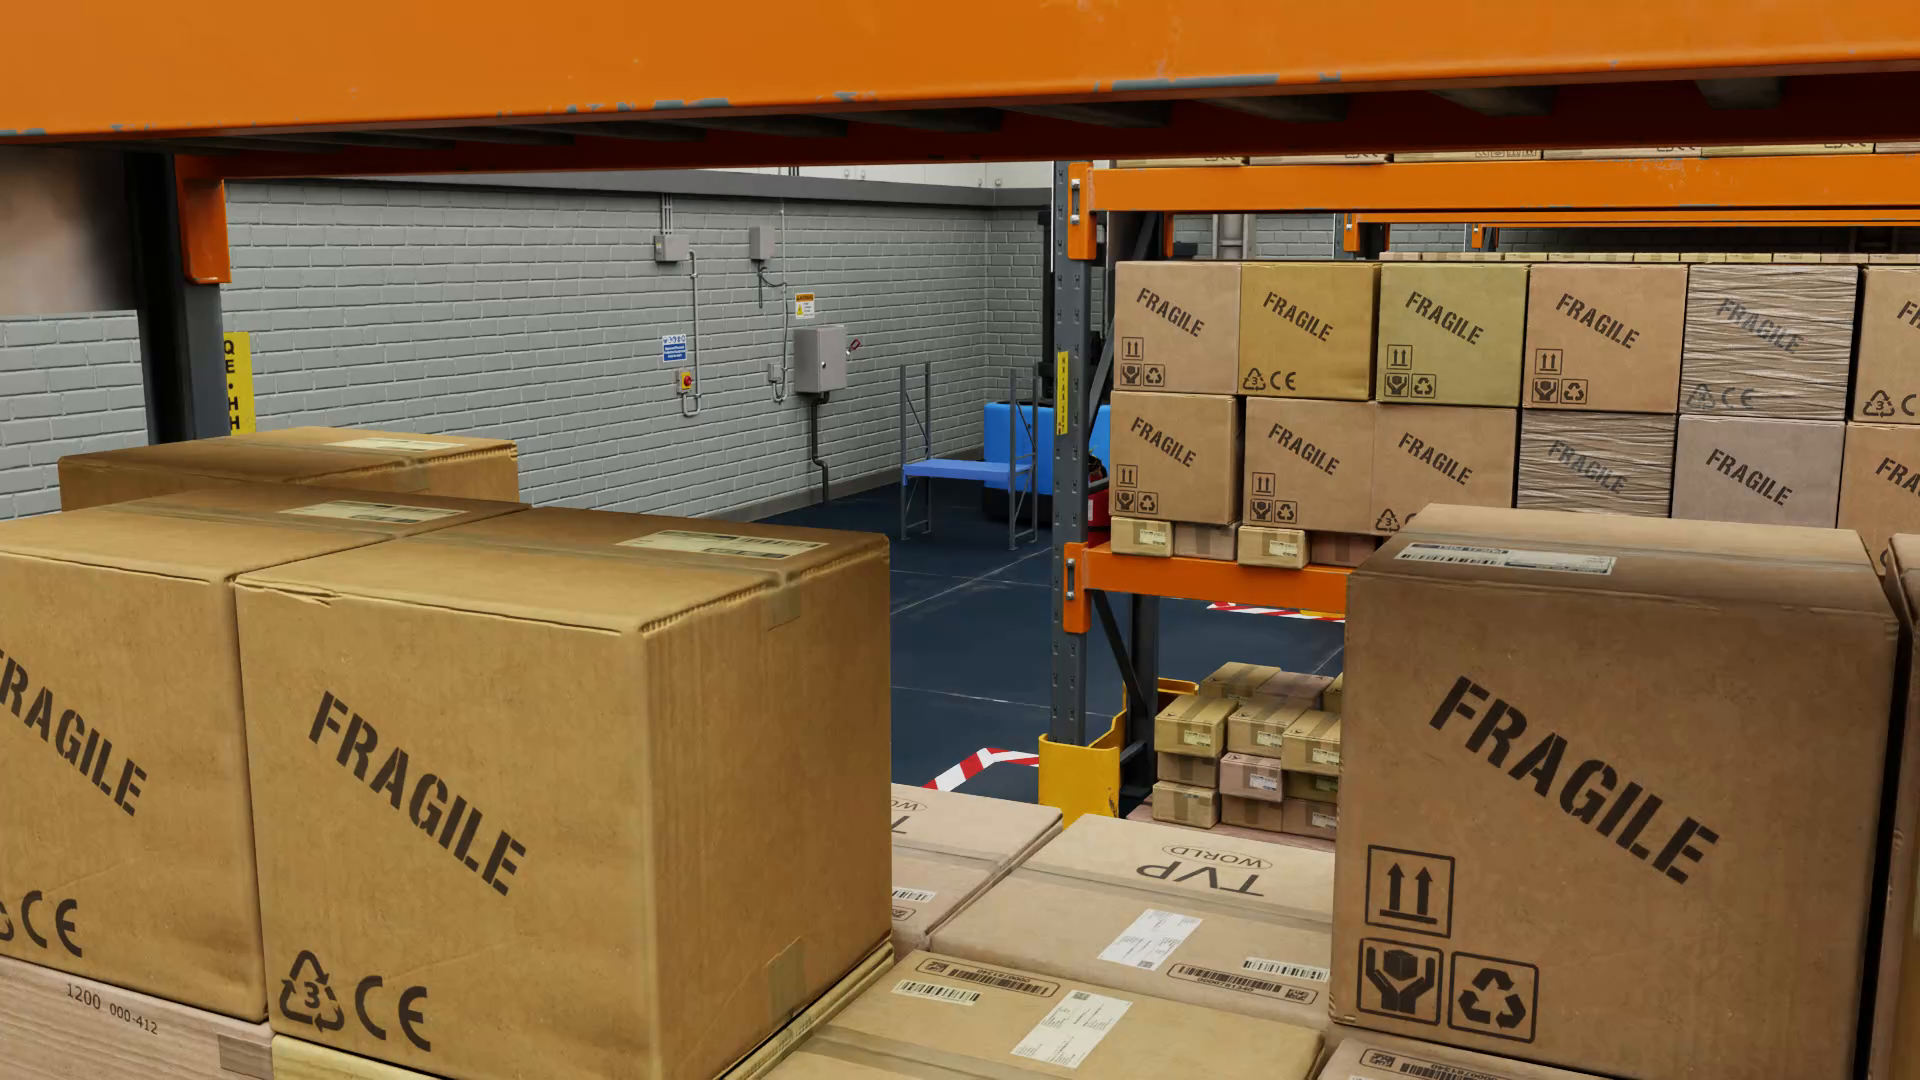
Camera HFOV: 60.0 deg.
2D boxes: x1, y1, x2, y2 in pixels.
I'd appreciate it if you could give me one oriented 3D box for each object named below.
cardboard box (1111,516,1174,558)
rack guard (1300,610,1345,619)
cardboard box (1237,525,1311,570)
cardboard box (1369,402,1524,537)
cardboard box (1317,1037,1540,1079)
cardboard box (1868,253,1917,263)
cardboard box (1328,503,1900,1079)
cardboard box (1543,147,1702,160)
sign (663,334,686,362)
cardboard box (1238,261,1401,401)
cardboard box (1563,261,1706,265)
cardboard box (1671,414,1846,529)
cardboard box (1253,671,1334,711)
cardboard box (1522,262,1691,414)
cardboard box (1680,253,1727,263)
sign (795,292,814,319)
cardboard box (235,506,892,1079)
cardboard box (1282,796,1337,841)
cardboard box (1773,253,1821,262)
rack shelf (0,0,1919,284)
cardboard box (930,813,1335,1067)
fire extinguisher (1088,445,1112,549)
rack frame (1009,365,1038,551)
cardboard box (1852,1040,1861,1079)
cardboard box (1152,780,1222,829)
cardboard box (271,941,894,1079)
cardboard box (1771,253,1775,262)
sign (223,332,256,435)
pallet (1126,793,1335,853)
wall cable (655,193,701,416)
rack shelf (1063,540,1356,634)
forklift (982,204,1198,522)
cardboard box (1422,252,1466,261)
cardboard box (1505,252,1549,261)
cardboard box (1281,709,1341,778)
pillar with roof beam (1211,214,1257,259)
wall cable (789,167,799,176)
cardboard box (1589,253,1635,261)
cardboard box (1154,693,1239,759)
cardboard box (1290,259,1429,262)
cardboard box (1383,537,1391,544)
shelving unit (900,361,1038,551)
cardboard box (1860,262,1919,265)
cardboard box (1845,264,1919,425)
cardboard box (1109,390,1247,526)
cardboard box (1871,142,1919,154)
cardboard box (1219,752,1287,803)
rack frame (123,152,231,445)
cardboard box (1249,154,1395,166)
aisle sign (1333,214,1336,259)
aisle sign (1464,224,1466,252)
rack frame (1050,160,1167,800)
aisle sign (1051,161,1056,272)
[{"bbox_3d":[0.794,-0.042,6.743,0.250,0.149,0.380,5,11,25],"label":"cardboard box"},{"bbox_3d":[2.726,0.187,11.796,0.348,0.500,1.175,5,11,26],"label":"rack guard"},{"bbox_3d":[1.258,0.002,6.504,0.250,0.149,0.380,5,11,24],"label":"cardboard box"},{"bbox_3d":[1.854,-0.280,6.241,0.500,0.500,0.500,5,11,27],"label":"cardboard box"},{"bbox_3d":[0.515,0.710,1.469,0.500,0.250,0.500,5,12,27],"label":"cardboard box"},{"bbox_3d":[5.510,-1.620,9.846,0.250,0.149,0.380,5,11,26],"label":"cardboard box"},{"bbox_3d":[0.727,0.256,1.874,0.500,0.500,0.500,5,11,24],"label":"cardboard box"},{"bbox_3d":[2.334,-1.446,5.796,0.500,0.250,0.500,5,11,26],"label":"cardboard box"},{"bbox_3d":[-2.395,-1.612,13.957,0.001,0.218,0.327,5,11,26],"label":"sign"},{"bbox_3d":[1.389,-0.814,6.382,0.500,0.500,0.500,5,12,27],"label":"cardboard box"},{"bbox_3d":[2.569,-0.814,6.380,0.500,0.500,0.500,5,11,24],"label":"cardboard box"},{"bbox_3d":[2.766,-0.197,5.780,0.500,0.500,0.500,5,11,26],"label":"cardboard box"},{"bbox_3d":[1.435,0.691,7.147,0.250,0.149,0.380,5,12,27],"label":"cardboard box"},{"bbox_3d":[2.304,-0.730,5.917,0.500,0.500,0.500,5,11,24],"label":"cardboard box"},{"bbox_3d":[4.573,-1.688,10.225,0.250,0.149,0.380,5,11,26],"label":"cardboard box"},{"bbox_3d":[-1.469,-2.220,15.755,0.001,0.242,0.339,5,11,26],"label":"sign"},{"bbox_3d":[-0.410,0.260,1.853,0.500,0.500,0.500,5,11,24],"label":"cardboard box"},{"bbox_3d":[1.473,1.072,6.713,0.250,0.149,0.380,5,11,26],"label":"cardboard box"},{"bbox_3d":[5.035,-1.651,10.018,0.250,0.149,0.380,5,11,25],"label":"cardboard box"},{"bbox_3d":[0.157,-0.423,1.744,4.000,0.370,1.077,5,11,26],"label":"rack shelf"},{"bbox_3d":[0.295,0.585,2.162,0.500,0.250,0.500,5,11,26],"label":"cardboard box"},{"bbox_3d":[0.627,-0.115,7.708,0.183,0.674,0.296,5,11,26],"label":"fire extinguisher"},{"bbox_3d":[0.532,-0.691,13.838,0.032,1.500,0.500,5,11,26],"label":"rack frame"},{"bbox_3d":[1.201,0.665,1.720,0.500,0.250,0.500,5,11,26],"label":"cardboard box"},{"bbox_3d":[0.977,1.046,6.856,0.250,0.149,0.380,5,12,27],"label":"cardboard box"},{"bbox_3d":[-0.408,0.630,1.915,0.500,0.250,0.500,5,11,24],"label":"cardboard box"},{"bbox_3d":[5.261,-1.739,10.507,0.250,0.149,0.380,5,11,24],"label":"cardboard box"},{"bbox_3d":[-1.384,-0.231,3.166,0.005,0.325,0.100,5,11,26],"label":"sign"},{"bbox_3d":[1.429,1.205,6.981,1.213,0.211,1.003,5,11,26],"label":"pallet"},{"bbox_3d":[-2.319,-1.998,13.904,0.123,1.953,0.585,5,11,26],"label":"wall cable"},{"bbox_3d":[2.442,0.269,6.344,4.000,0.370,1.077,5,11,26],"label":"rack shelf"},{"bbox_3d":[1.537,-1.770,15.779,1.130,2.935,3.031,9,13,40],"label":"forklift"},{"bbox_3d":[3.210,-1.821,10.957,0.250,0.149,0.380,5,12,27],"label":"cardboard box"},{"bbox_3d":[3.637,-1.764,10.644,0.250,0.149,0.380,5,11,24],"label":"cardboard box"},{"bbox_3d":[1.438,0.799,6.550,0.250,0.149,0.380,5,11,26],"label":"cardboard box"},{"bbox_3d":[1.017,-4.456,13.581,0.400,9.000,9.100,5,11,26],"label":"pillar with roof beam"},{"bbox_3d":[-0.876,-4.977,16.358,0.133,3.039,2.988,5,11,26],"label":"wall cable"},{"bbox_3d":[4.101,-1.725,10.430,0.250,0.149,0.380,5,11,26],"label":"cardboard box"},{"bbox_3d":[0.968,0.756,6.786,0.250,0.149,0.380,4,11,23],"label":"cardboard box"},{"bbox_3d":[1.623,-0.894,6.826,0.500,0.500,0.500,5,11,24],"label":"cardboard box"},{"bbox_3d":[1.783,0.025,6.372,0.250,0.149,0.380,5,11,25],"label":"cardboard box"},{"bbox_3d":[0.076,-0.731,14.059,1.048,1.500,0.538,5,11,26],"label":"shelving unit"},{"bbox_3d":[3.467,-0.728,5.908,0.500,0.500,0.500,5,11,24],"label":"cardboard box"},{"bbox_3d":[3.228,-0.649,5.471,0.500,0.500,0.500,5,11,24],"label":"cardboard box"},{"bbox_3d":[0.929,-0.359,6.676,0.500,0.500,0.500,6,12,29],"label":"cardboard box"},{"bbox_3d":[3.233,-1.367,5.358,0.500,0.250,0.500,5,11,26],"label":"cardboard box"},{"bbox_3d":[1.225,0.920,6.717,0.250,0.149,0.380,5,11,26],"label":"cardboard box"},{"bbox_3d":[-1.635,0.541,2.821,0.053,2.616,0.949,5,11,26],"label":"rack frame"},{"bbox_3d":[1.408,-1.527,6.243,0.500,0.250,0.500,5,12,28],"label":"cardboard box"},{"bbox_3d":[2.555,-2.280,11.107,0.004,0.787,0.394,5,11,26],"label":"aisle sign"},{"bbox_3d":[4.750,-3.072,15.484,0.004,0.787,0.394,5,11,26],"label":"aisle sign"},{"bbox_3d":[0.648,-0.243,7.151,0.127,3.000,1.000,5,11,26],"label":"rack frame"},{"bbox_3d":[0.450,-1.480,6.686,0.004,0.787,0.394,5,11,26],"label":"aisle sign"}]
